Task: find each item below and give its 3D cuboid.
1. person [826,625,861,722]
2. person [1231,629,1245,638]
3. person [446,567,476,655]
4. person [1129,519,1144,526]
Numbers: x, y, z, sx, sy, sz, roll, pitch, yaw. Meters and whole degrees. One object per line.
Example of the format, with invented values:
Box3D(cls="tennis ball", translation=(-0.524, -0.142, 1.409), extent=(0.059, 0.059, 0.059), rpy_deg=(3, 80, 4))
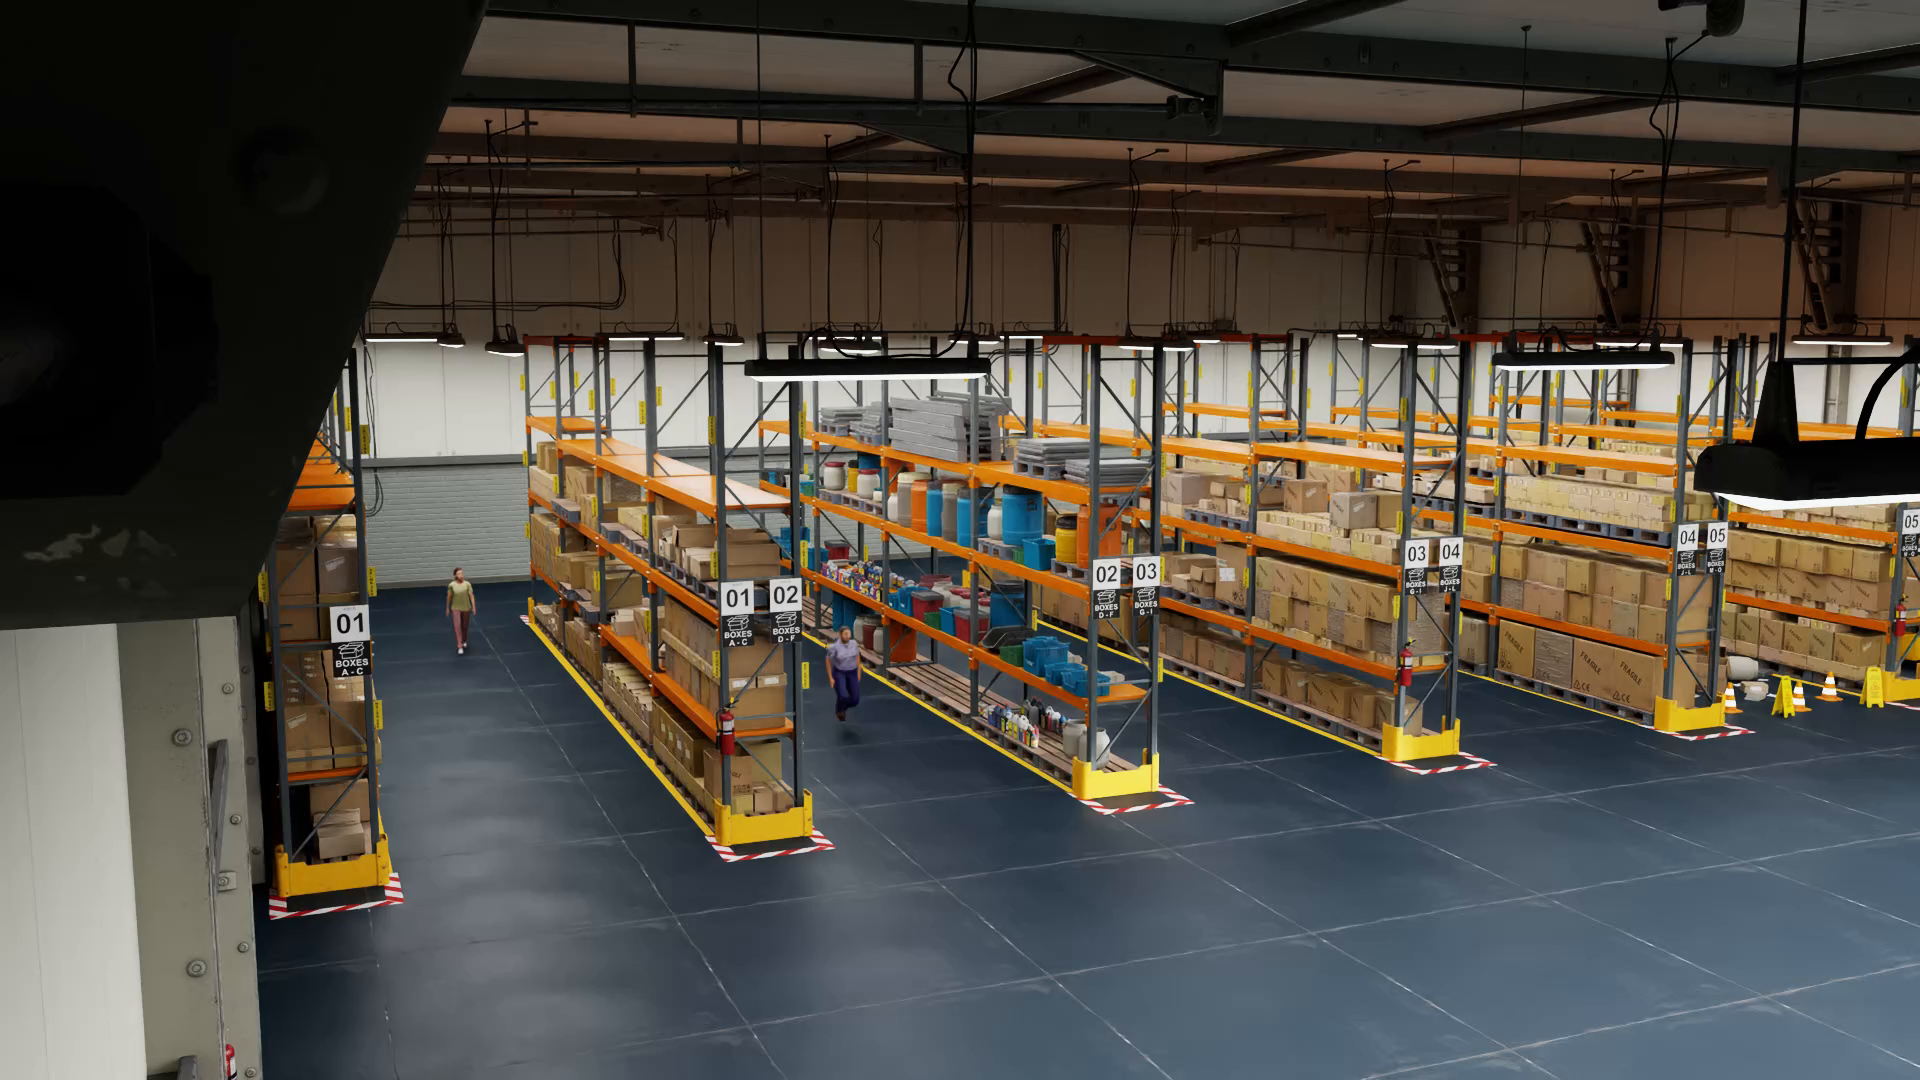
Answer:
Box3D(cls="person", translation=(-1.762, 2.064, 25.361), extent=(0.571, 1.561, 0.630), rpy_deg=(-4, 8, -26))
Box3D(cls="person", translation=(5.325, 1.291, 31.450), extent=(0.581, 1.754, 0.547), rpy_deg=(-1, 8, -11))
Box3D(cls="person", translation=(-9.485, 1.319, 31.604), extent=(0.528, 1.604, 1.064), rpy_deg=(-3, 8, -22))
Box3D(cls="person", translation=(4.355, 0.029, 41.211), extent=(0.438, 1.641, 0.861), rpy_deg=(8, 11, 44))
